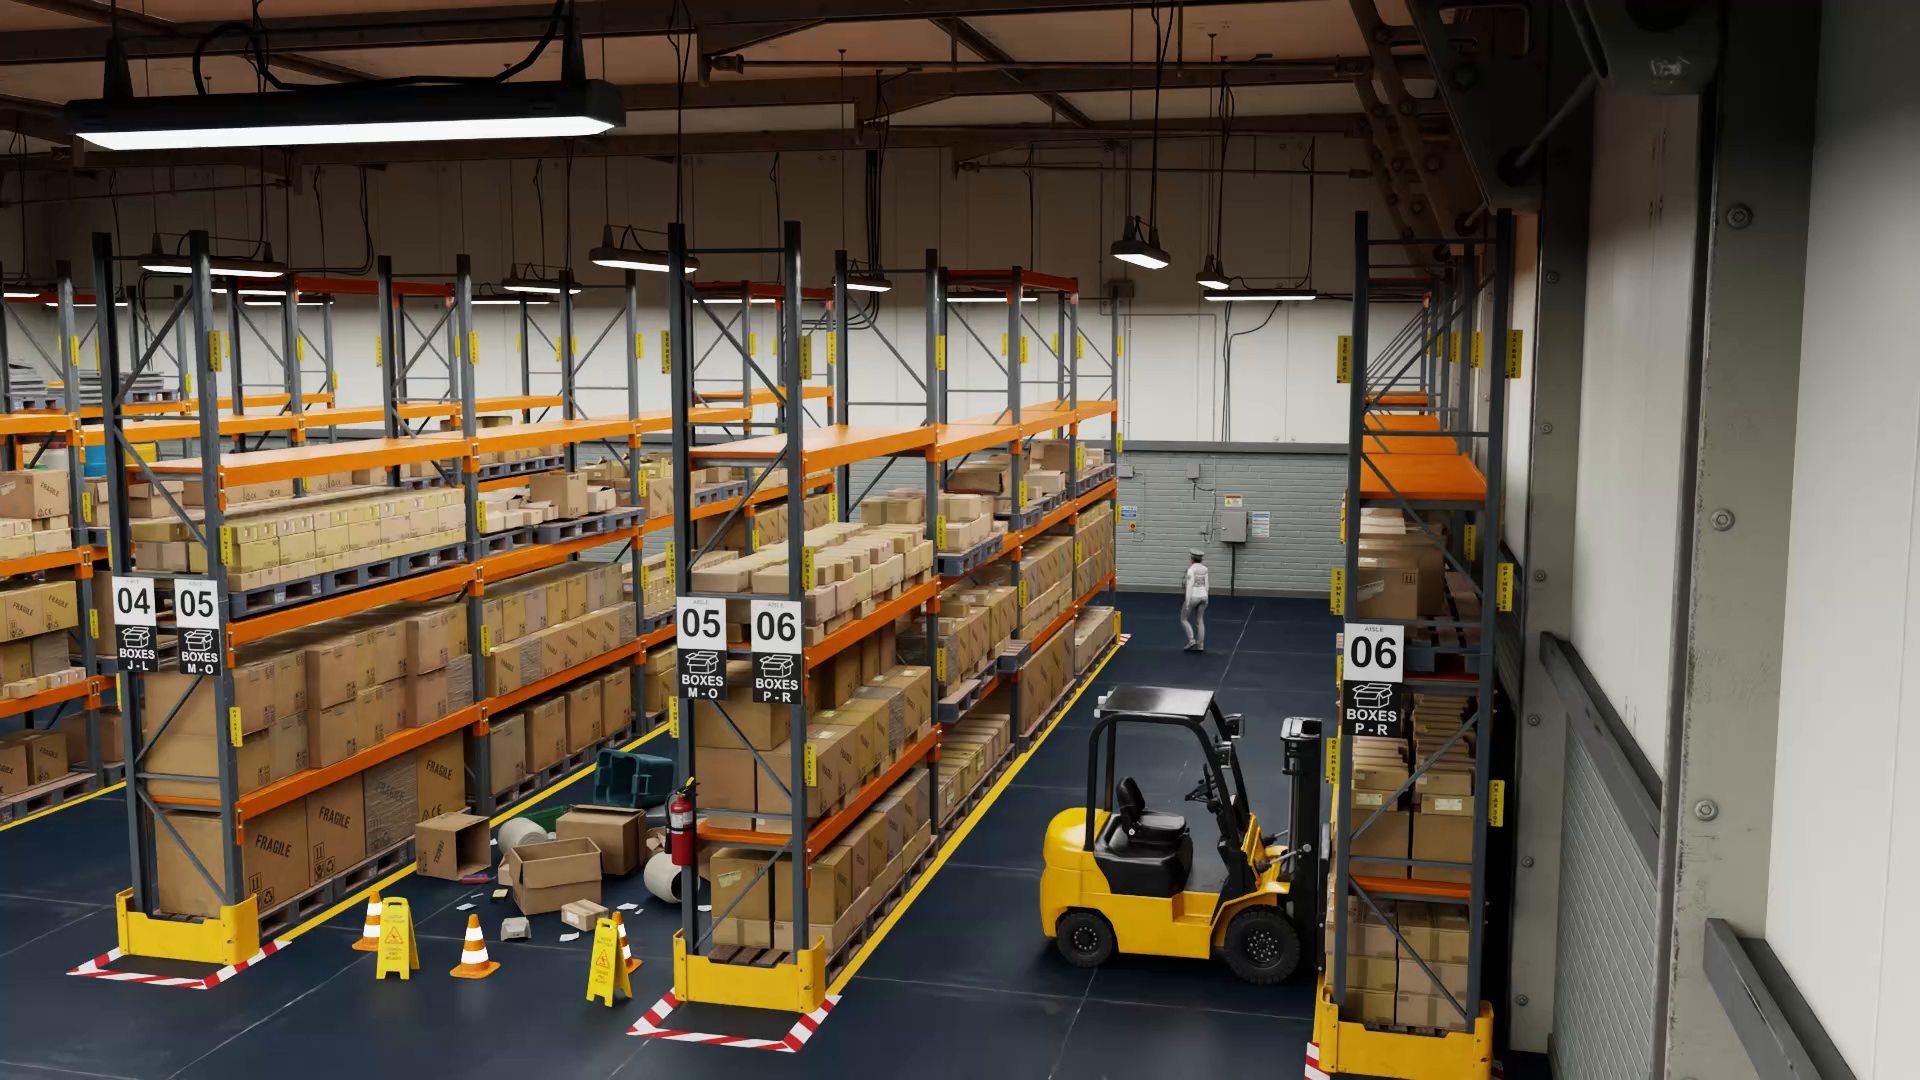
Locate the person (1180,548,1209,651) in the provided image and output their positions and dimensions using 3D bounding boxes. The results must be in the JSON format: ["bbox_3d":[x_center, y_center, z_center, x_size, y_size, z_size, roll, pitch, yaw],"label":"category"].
[{"bbox_3d":[3.899,0.990,27.503,0.521,1.694,0.370,-5,9,-36],"label":"person"}]
